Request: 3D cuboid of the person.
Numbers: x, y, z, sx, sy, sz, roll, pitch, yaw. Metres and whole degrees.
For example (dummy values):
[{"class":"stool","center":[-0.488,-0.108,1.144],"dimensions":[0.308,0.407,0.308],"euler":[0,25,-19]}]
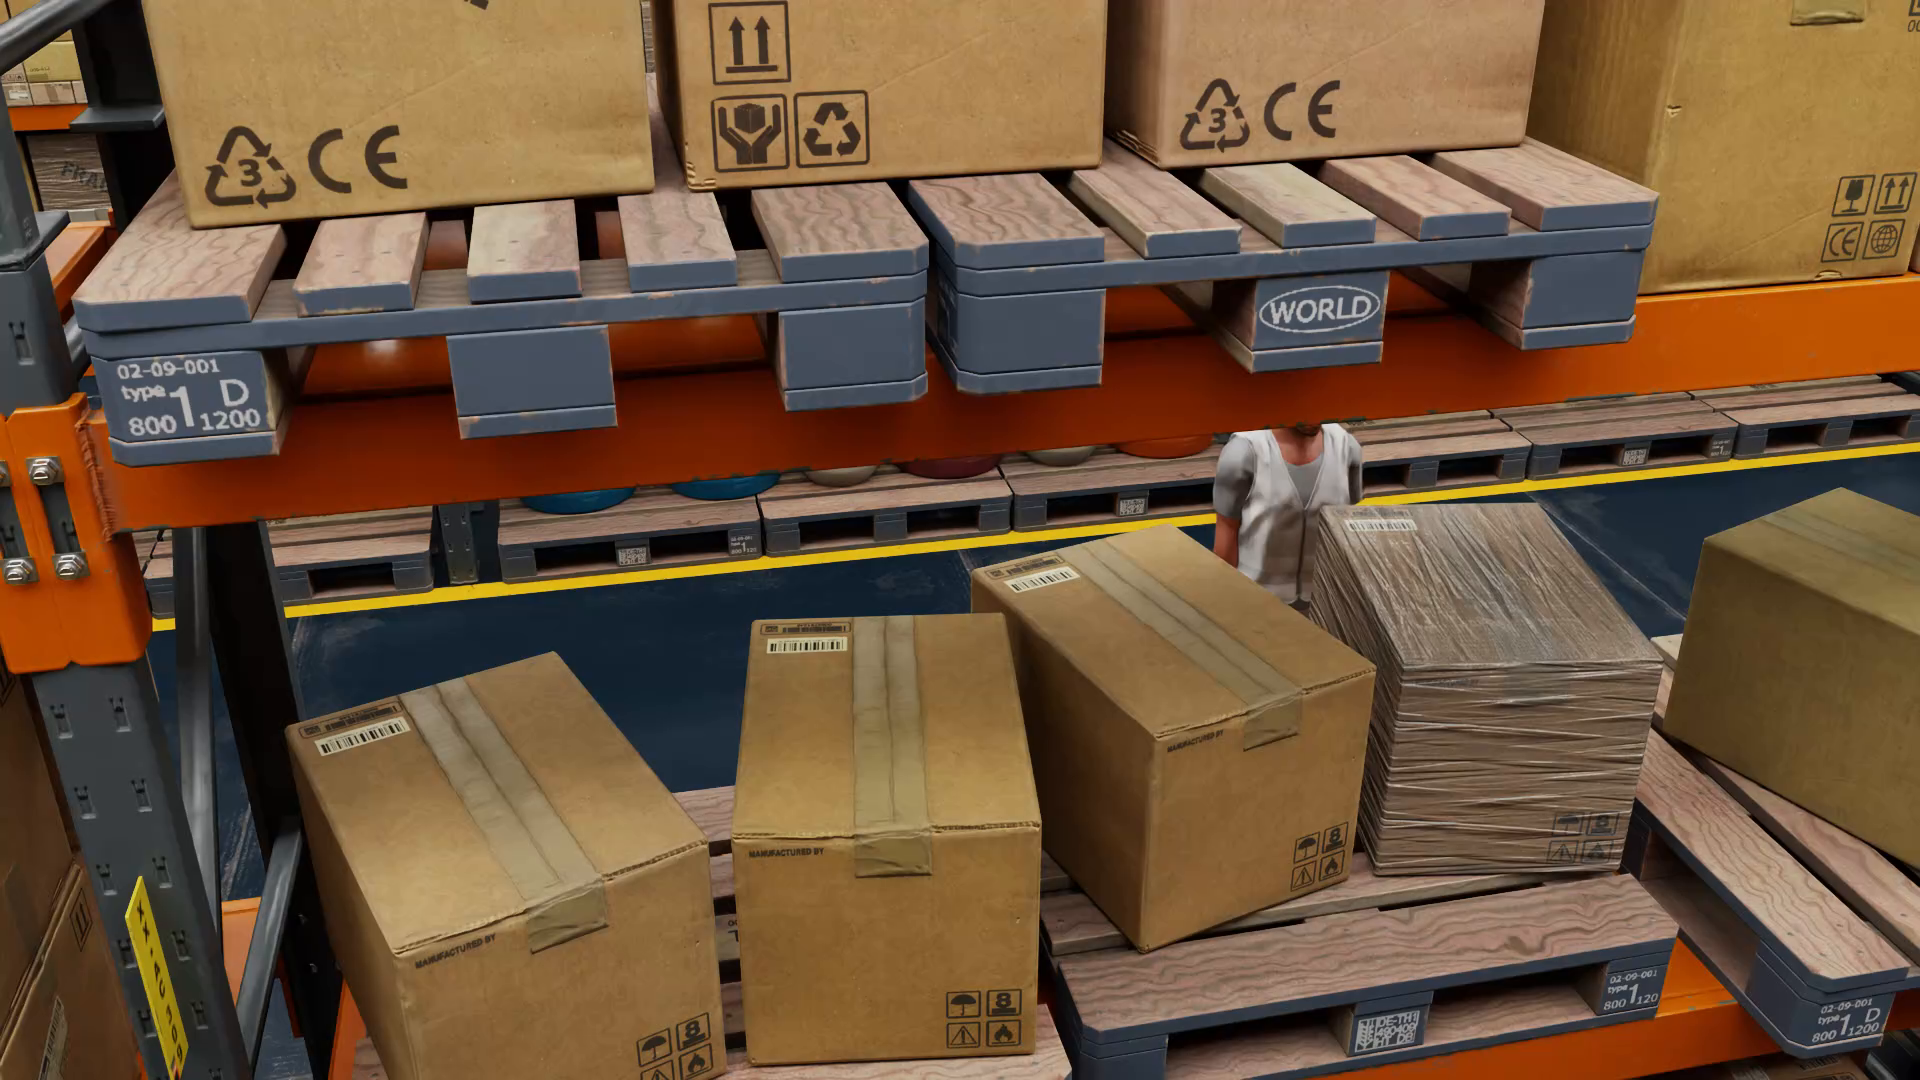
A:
[{"class":"person","center":[1.113,0.197,5.693],"dimensions":[0.526,1.789,0.361],"euler":[-5,27,-10]}]
